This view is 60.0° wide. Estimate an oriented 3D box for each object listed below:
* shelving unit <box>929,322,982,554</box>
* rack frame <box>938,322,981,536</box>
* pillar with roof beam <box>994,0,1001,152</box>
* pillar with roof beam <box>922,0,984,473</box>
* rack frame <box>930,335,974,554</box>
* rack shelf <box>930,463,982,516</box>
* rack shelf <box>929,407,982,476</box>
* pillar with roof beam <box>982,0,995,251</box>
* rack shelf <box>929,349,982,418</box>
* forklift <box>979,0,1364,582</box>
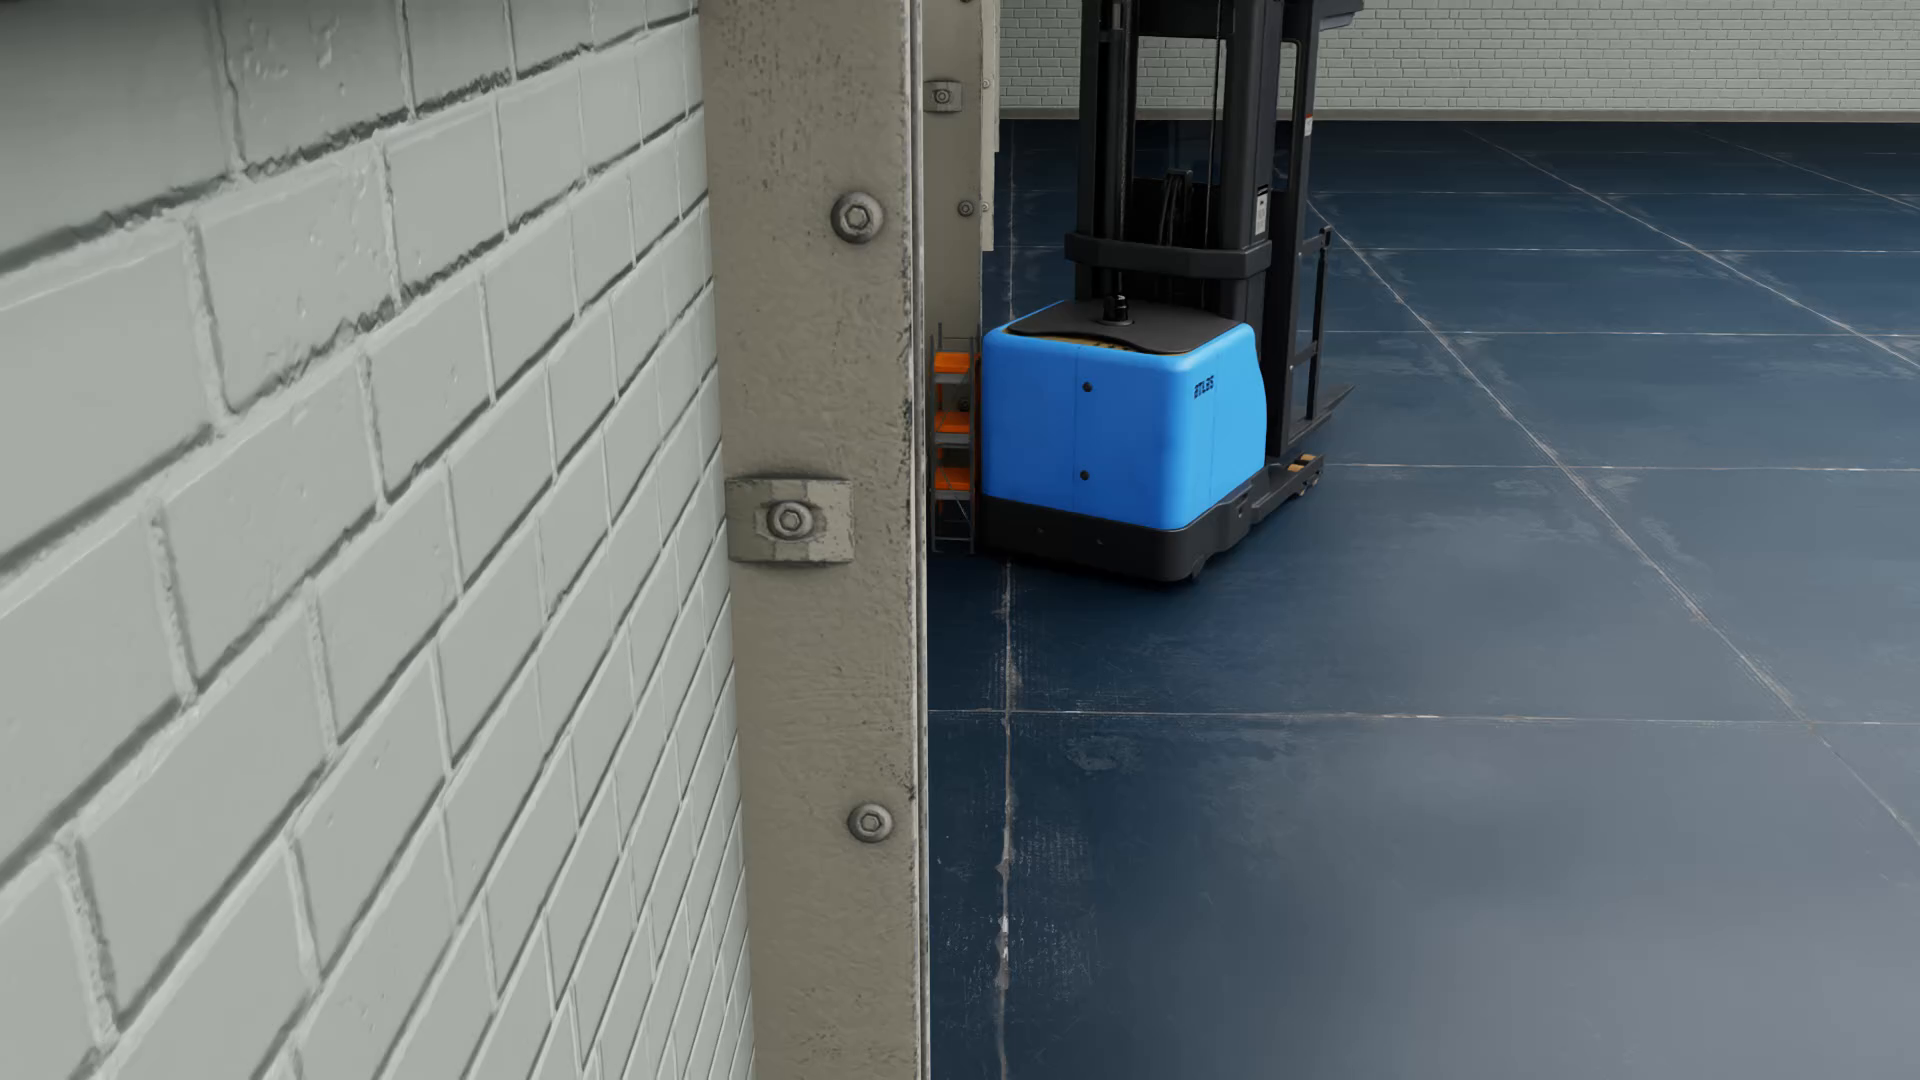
[{"bbox_3d":[-0.018,-0.472,7.791,0.215,1.050,0.252,3,21,7],"label":"shelving unit"},{"bbox_3d":[-0.001,-0.515,7.904,0.200,1.050,0.008,3,21,7],"label":"rack frame"},{"bbox_3d":[4.627,-8.921,18.582,9.100,9.000,0.400,1,21,2],"label":"pillar with roof beam"},{"bbox_3d":[4.262,-4.583,7.399,9.100,9.000,0.400,1,21,2],"label":"pillar with roof beam"},{"bbox_3d":[-0.035,-0.430,7.678,0.200,1.050,0.008,3,21,7],"label":"rack frame"},{"bbox_3d":[-0.018,-0.202,7.893,0.215,0.259,0.240,3,21,7],"label":"rack shelf"},{"bbox_3d":[-0.018,-0.462,7.795,0.215,0.259,0.240,3,21,7],"label":"rack shelf"},{"bbox_3d":[4.444,-6.752,12.991,9.100,9.000,0.400,1,21,2],"label":"pillar with roof beam"},{"bbox_3d":[-0.019,-0.728,7.694,0.215,0.259,0.240,3,21,7],"label":"rack shelf"},{"bbox_3d":[1.267,-1.669,8.278,1.130,2.935,3.031,12,24,28],"label":"forklift"}]
